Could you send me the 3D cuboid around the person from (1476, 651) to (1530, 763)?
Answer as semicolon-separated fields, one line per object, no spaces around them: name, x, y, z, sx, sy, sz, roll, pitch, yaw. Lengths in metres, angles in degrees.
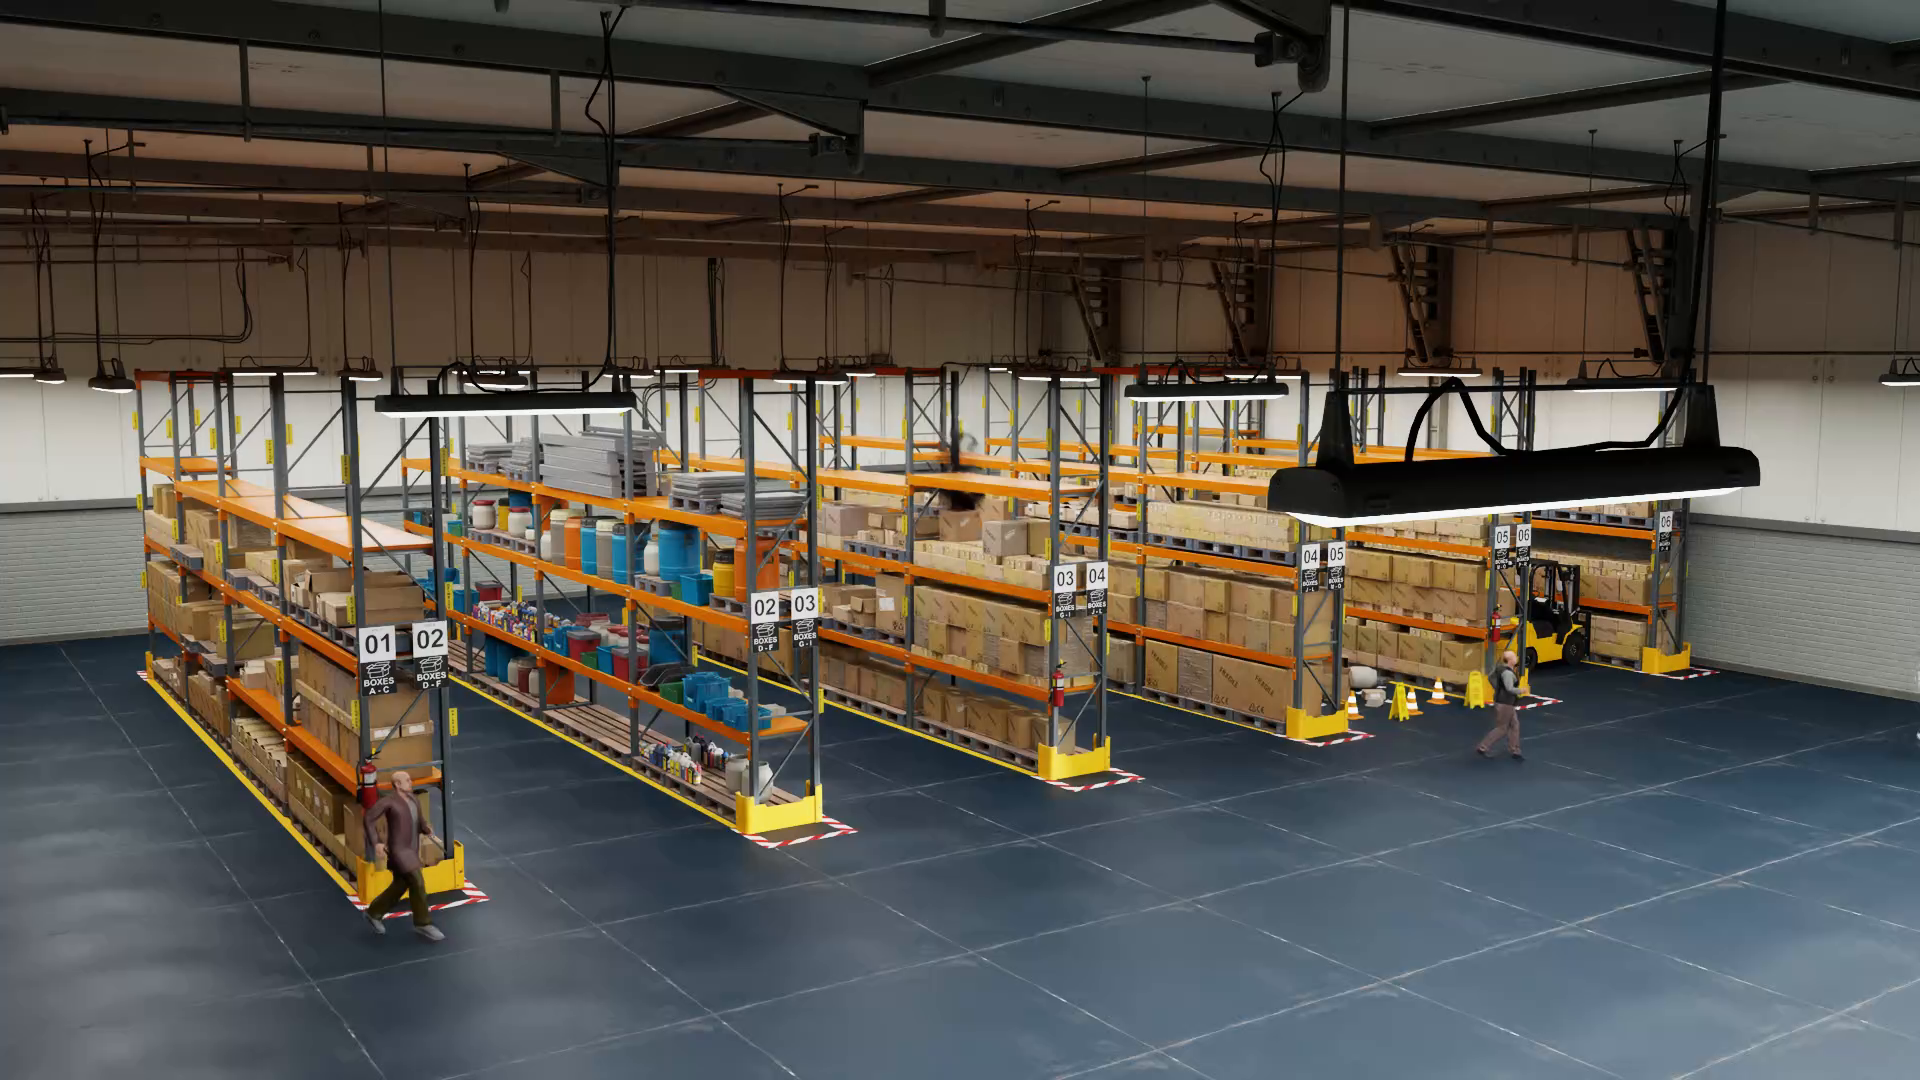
person;8.400;2.582;25.686;0.815;1.774;0.674;1;7;9

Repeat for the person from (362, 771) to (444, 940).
person;-6.023;3.404;18.102;0.985;1.769;0.696;1;7;10
